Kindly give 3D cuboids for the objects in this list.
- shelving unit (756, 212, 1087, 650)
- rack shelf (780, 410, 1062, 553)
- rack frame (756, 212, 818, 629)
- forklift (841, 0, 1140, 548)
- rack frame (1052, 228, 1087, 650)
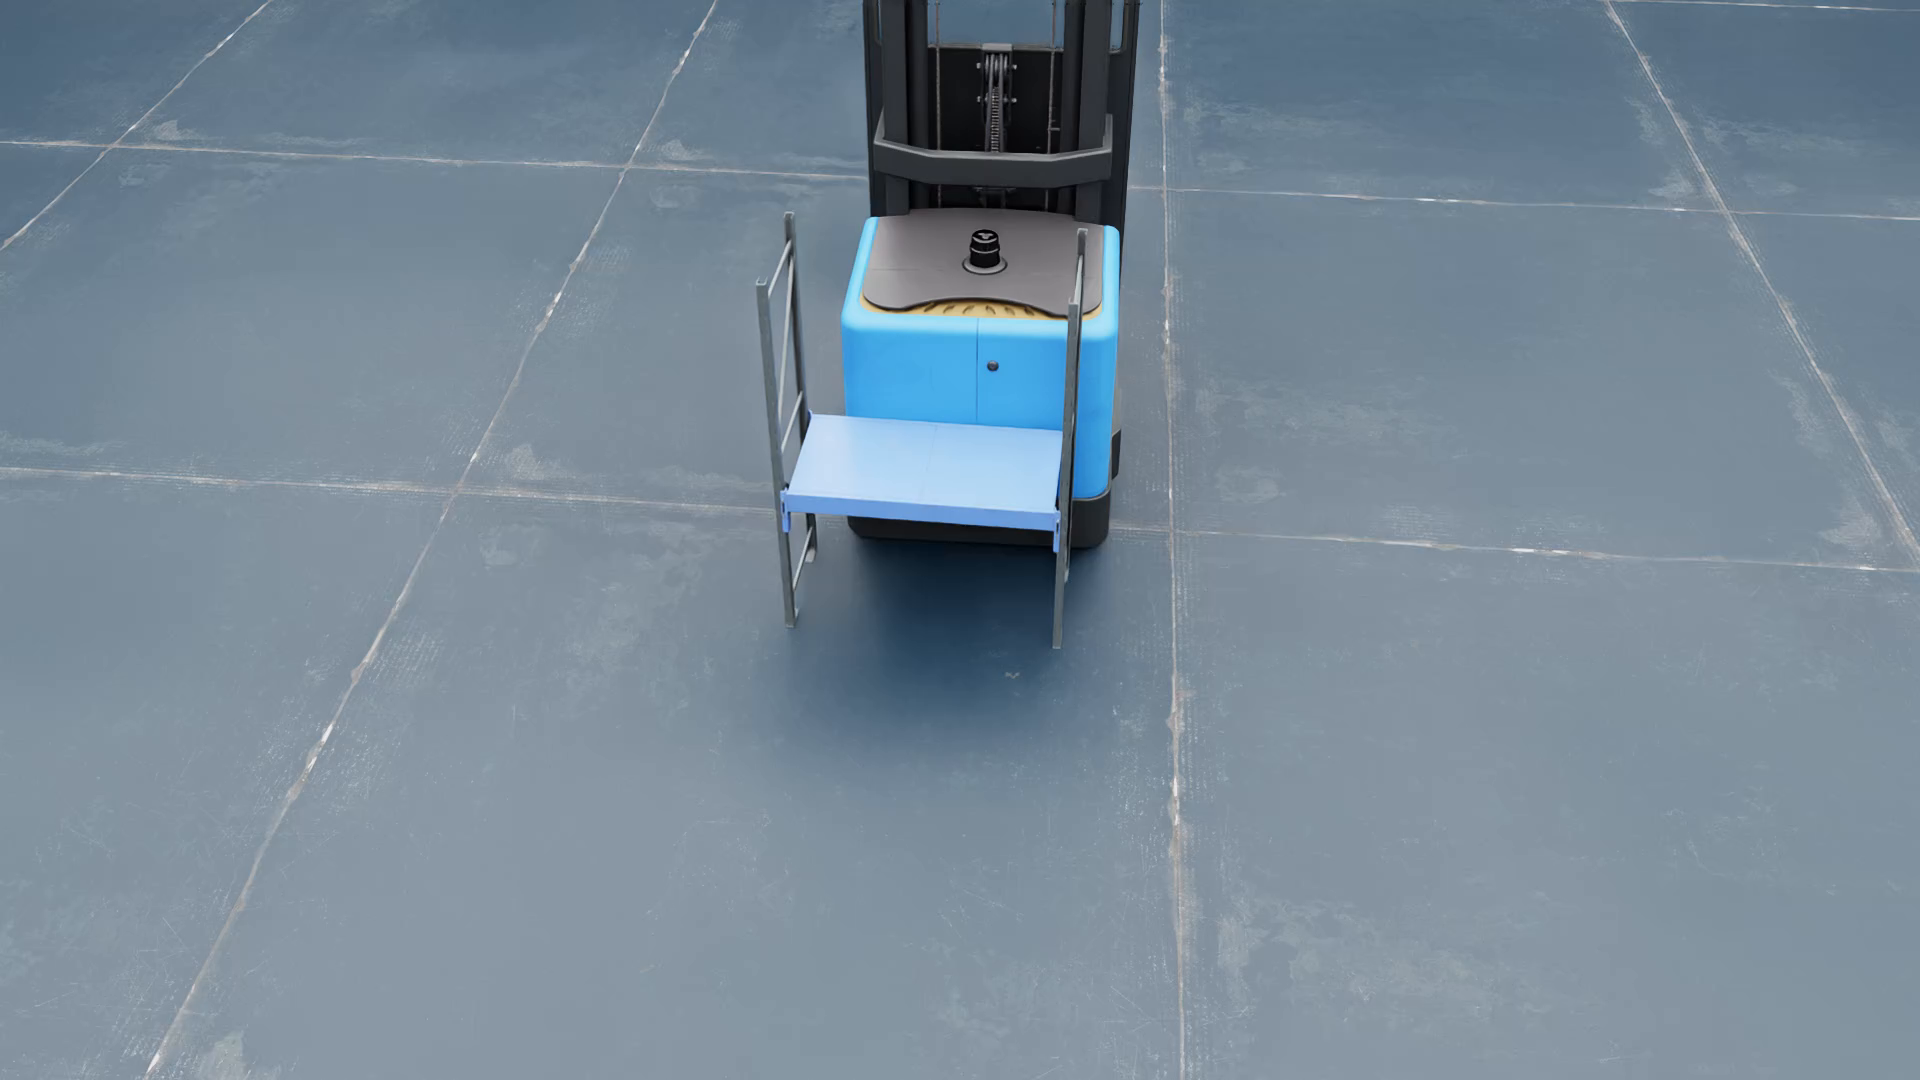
[{"bbox_3d":[-0.115,-0.363,6.008,1.048,1.500,0.538,4,39,5],"label":"shelving unit"},{"bbox_3d":[-0.115,-0.224,6.122,1.000,0.185,0.538,4,39,5],"label":"rack shelf"},{"bbox_3d":[-0.619,-0.401,6.054,0.032,1.500,0.500,4,39,5],"label":"rack frame"},{"bbox_3d":[0.180,-2.023,6.913,1.130,2.935,3.031,3,39,3],"label":"forklift"},{"bbox_3d":[0.390,-0.326,5.963,0.032,1.500,0.500,4,39,5],"label":"rack frame"}]
